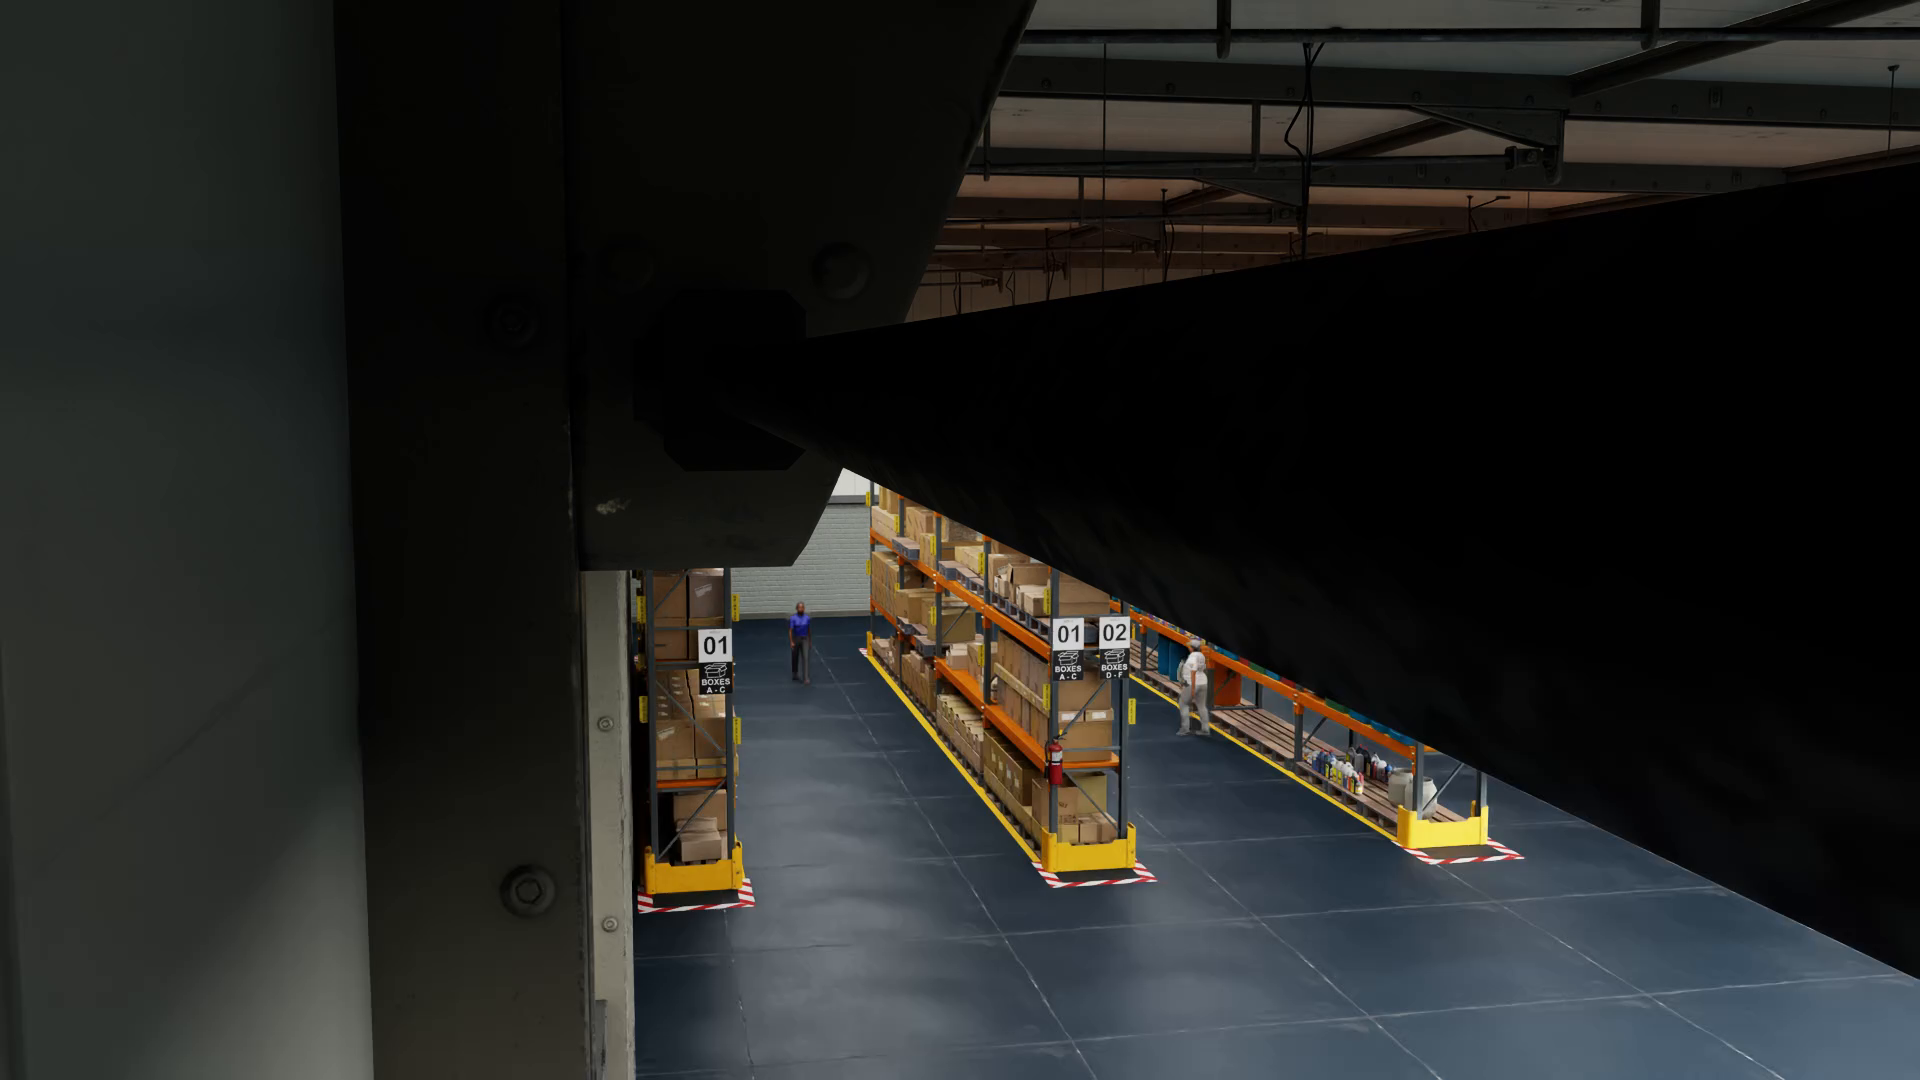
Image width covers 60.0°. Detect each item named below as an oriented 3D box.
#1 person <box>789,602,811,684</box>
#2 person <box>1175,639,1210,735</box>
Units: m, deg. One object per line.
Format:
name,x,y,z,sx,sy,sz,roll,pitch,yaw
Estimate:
person,-3.204,2.043,33.352,0.479,1.589,1.032,-1,6,-13
person,4.057,2.552,28.567,0.509,1.702,0.596,-5,8,-40
